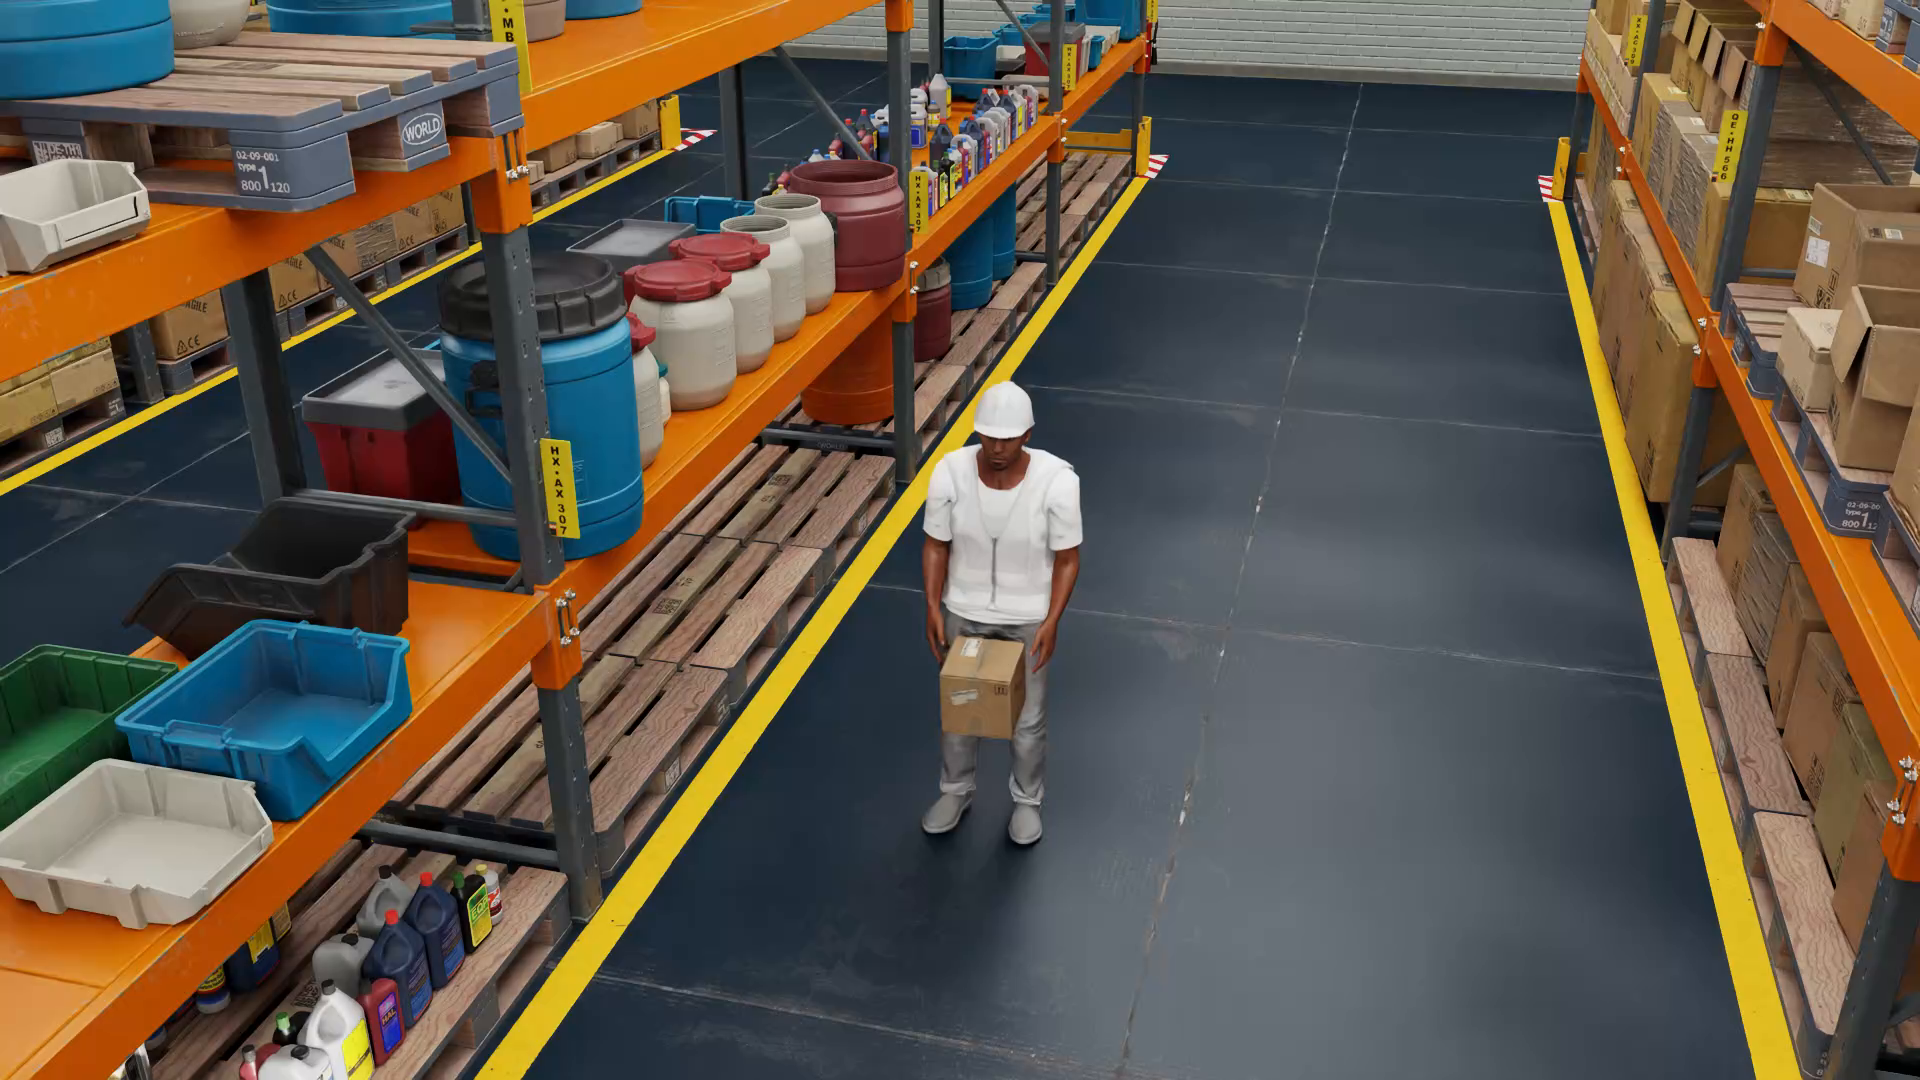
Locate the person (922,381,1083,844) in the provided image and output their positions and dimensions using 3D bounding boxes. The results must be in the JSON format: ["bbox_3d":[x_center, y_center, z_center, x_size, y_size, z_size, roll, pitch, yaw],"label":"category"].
[{"bbox_3d":[0.140,0.269,6.007,0.575,1.767,0.446,6,26,12],"label":"person"}]
